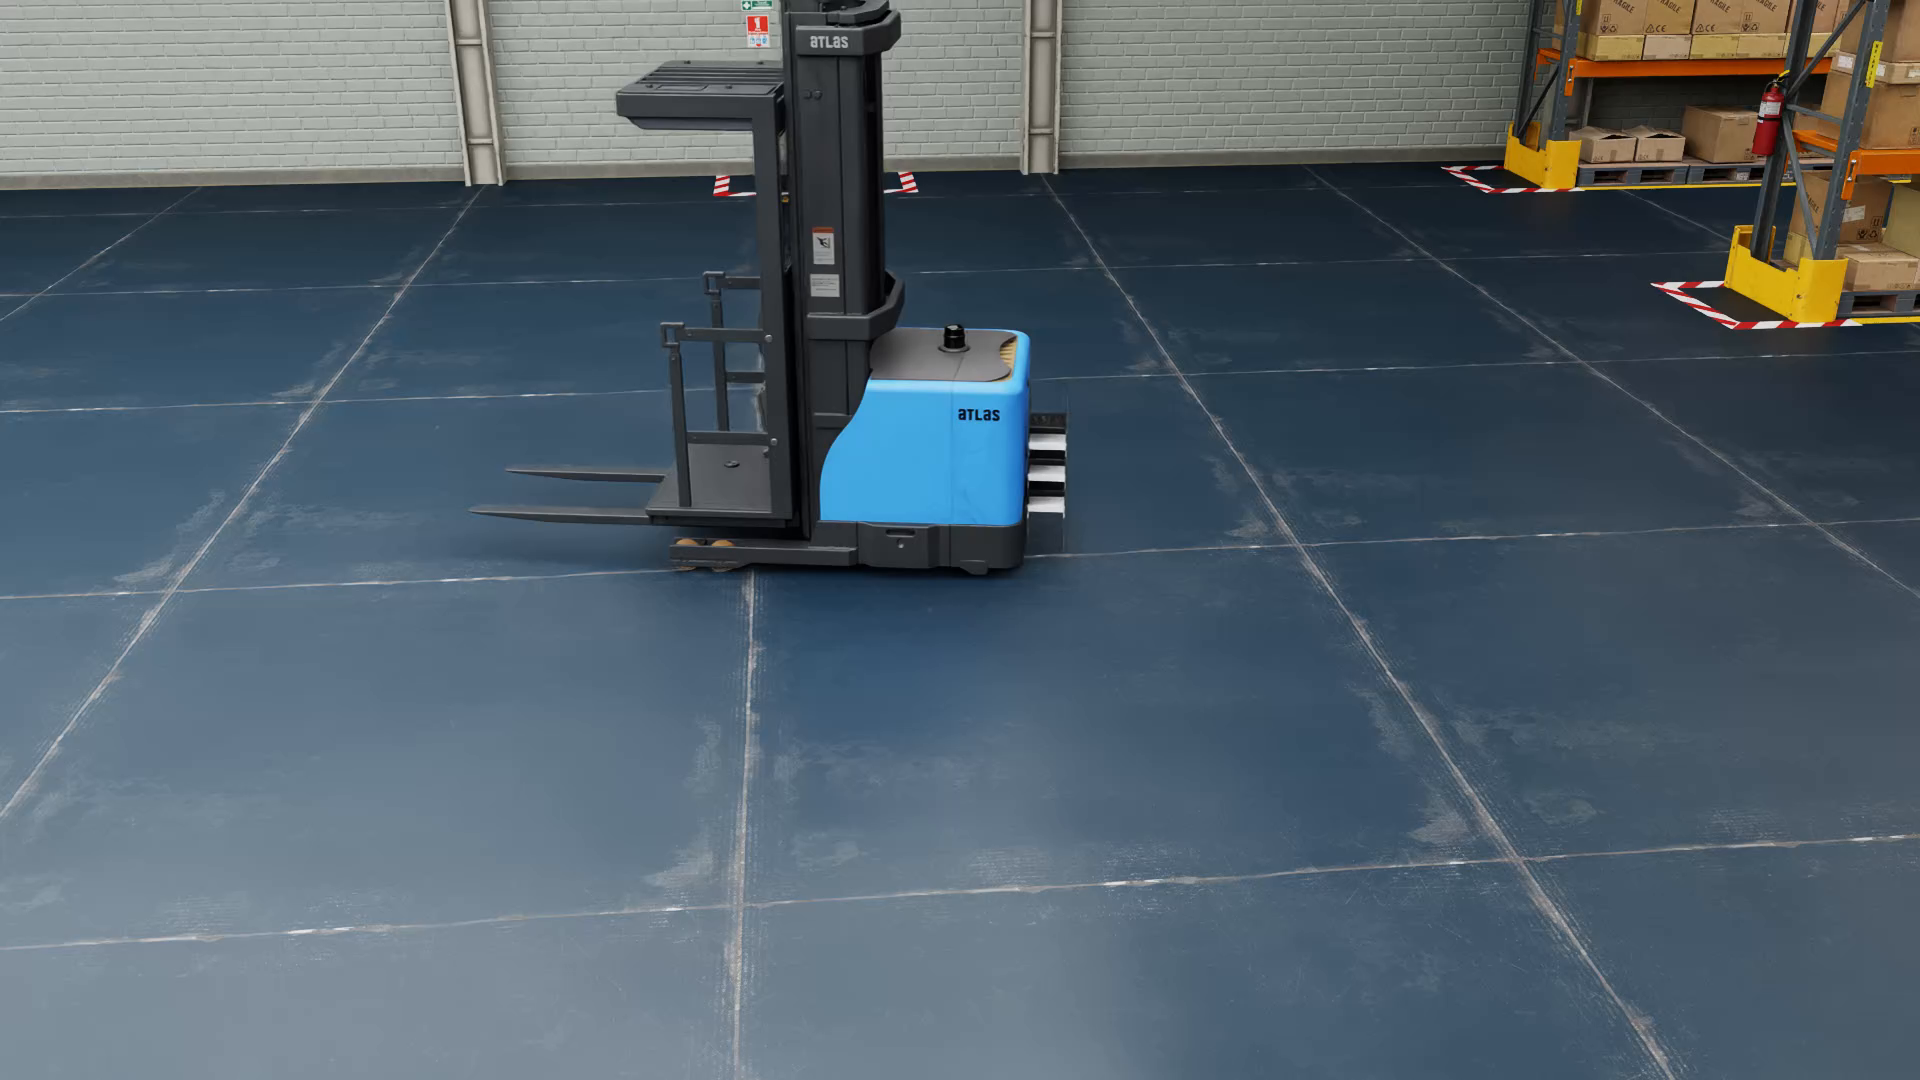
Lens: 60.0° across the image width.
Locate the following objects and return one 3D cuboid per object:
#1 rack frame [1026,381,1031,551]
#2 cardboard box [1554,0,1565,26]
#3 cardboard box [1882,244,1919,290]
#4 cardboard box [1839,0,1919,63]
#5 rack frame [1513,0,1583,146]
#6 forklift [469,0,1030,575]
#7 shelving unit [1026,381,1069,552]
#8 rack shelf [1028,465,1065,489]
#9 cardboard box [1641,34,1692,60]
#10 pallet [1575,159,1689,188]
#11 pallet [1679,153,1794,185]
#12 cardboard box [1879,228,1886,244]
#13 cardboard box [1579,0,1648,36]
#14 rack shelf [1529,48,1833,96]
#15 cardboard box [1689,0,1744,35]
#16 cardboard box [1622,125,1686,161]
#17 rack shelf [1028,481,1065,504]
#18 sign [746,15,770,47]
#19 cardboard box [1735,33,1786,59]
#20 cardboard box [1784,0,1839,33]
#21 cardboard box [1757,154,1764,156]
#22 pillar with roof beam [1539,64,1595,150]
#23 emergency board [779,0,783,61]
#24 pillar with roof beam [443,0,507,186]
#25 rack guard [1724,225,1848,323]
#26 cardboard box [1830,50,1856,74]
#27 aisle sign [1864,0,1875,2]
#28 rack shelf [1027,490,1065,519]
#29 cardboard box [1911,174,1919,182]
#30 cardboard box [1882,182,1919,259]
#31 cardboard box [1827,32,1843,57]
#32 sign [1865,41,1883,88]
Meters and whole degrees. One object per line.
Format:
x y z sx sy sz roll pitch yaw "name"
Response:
0.373 -0.399 9.039 0.006 0.900 0.240 2 24 4 "rack frame"
6.682 -5.710 17.640 0.500 0.500 0.500 -3 24 -6 "cardboard box"
7.778 -2.208 13.393 0.500 0.250 0.500 -2 24 -5 "cardboard box"
7.243 -3.974 12.777 0.500 0.500 0.700 -2 24 -5 "cardboard box"
6.234 -5.322 17.531 0.127 3.000 1.000 -2 24 -5 "rack frame"
-1.143 -1.380 8.746 3.031 2.935 1.130 2 24 4 "forklift"
0.474 -0.395 9.032 0.210 0.900 0.258 2 24 4 "shelving unit"
0.474 -0.365 9.045 0.200 0.077 0.258 2 24 4 "rack shelf"
7.266 -5.180 17.372 0.500 0.250 0.500 -3 24 -7 "cardboard box"
7.122 -4.069 18.145 1.213 0.211 1.003 -2 24 -5 "pallet"
8.333 -4.116 18.251 1.213 0.211 1.003 -2 24 -5 "pallet"
7.726 -2.421 13.872 0.500 0.250 0.500 -2 24 -5 "cardboard box"
6.739 -5.503 17.174 0.500 0.500 0.500 -2 24 -5 "cardboard box"
8.225 -5.073 17.856 4.000 0.370 1.077 -2 24 -5 "rack shelf"
7.746 -5.537 17.250 0.500 0.500 0.500 -3 24 -7 "cardboard box"
7.499 -4.308 18.019 0.500 0.311 0.500 0 24 -1 "cardboard box"
0.474 -0.283 9.082 0.200 0.077 0.258 2 24 4 "rack shelf"
-2.149 -5.413 17.691 0.234 0.329 0.001 -2 24 -5 "sign"
8.277 -5.217 17.455 0.500 0.250 0.500 -2 24 -5 "cardboard box"
8.776 -5.583 17.355 0.500 0.500 0.500 -3 24 -7 "cardboard box"
8.621 -4.324 18.254 0.250 0.149 0.380 -4 24 -9 "cardboard box"
7.269 -6.701 13.247 0.400 9.000 9.100 -2 24 -5 "pillar with roof beam"
-1.588 -5.377 17.654 0.643 1.169 0.194 -2 24 -5 "emergency board"
-4.673 -6.222 12.169 0.400 9.000 9.100 -2 24 -5 "pillar with roof beam"
6.701 -2.177 13.532 0.348 0.500 1.175 -2 24 -5 "rack guard"
7.086 -3.754 13.082 0.250 0.149 0.380 -3 24 -6 "cardboard box"
6.690 -4.381 12.214 0.004 0.787 0.394 -2 24 -5 "aisle sign"
0.474 -0.200 9.118 0.200 0.077 0.258 2 24 4 "rack shelf"
8.223 -2.786 13.769 0.500 0.500 0.500 -2 24 -5 "cardboard box"
7.778 -2.550 13.239 0.500 0.500 0.500 -2 24 -5 "cardboard box"
9.277 -5.264 17.561 0.500 0.250 0.500 -2 24 -5 "cardboard box"
6.773 -3.527 12.329 0.005 0.325 0.100 -2 24 -5 "sign"
